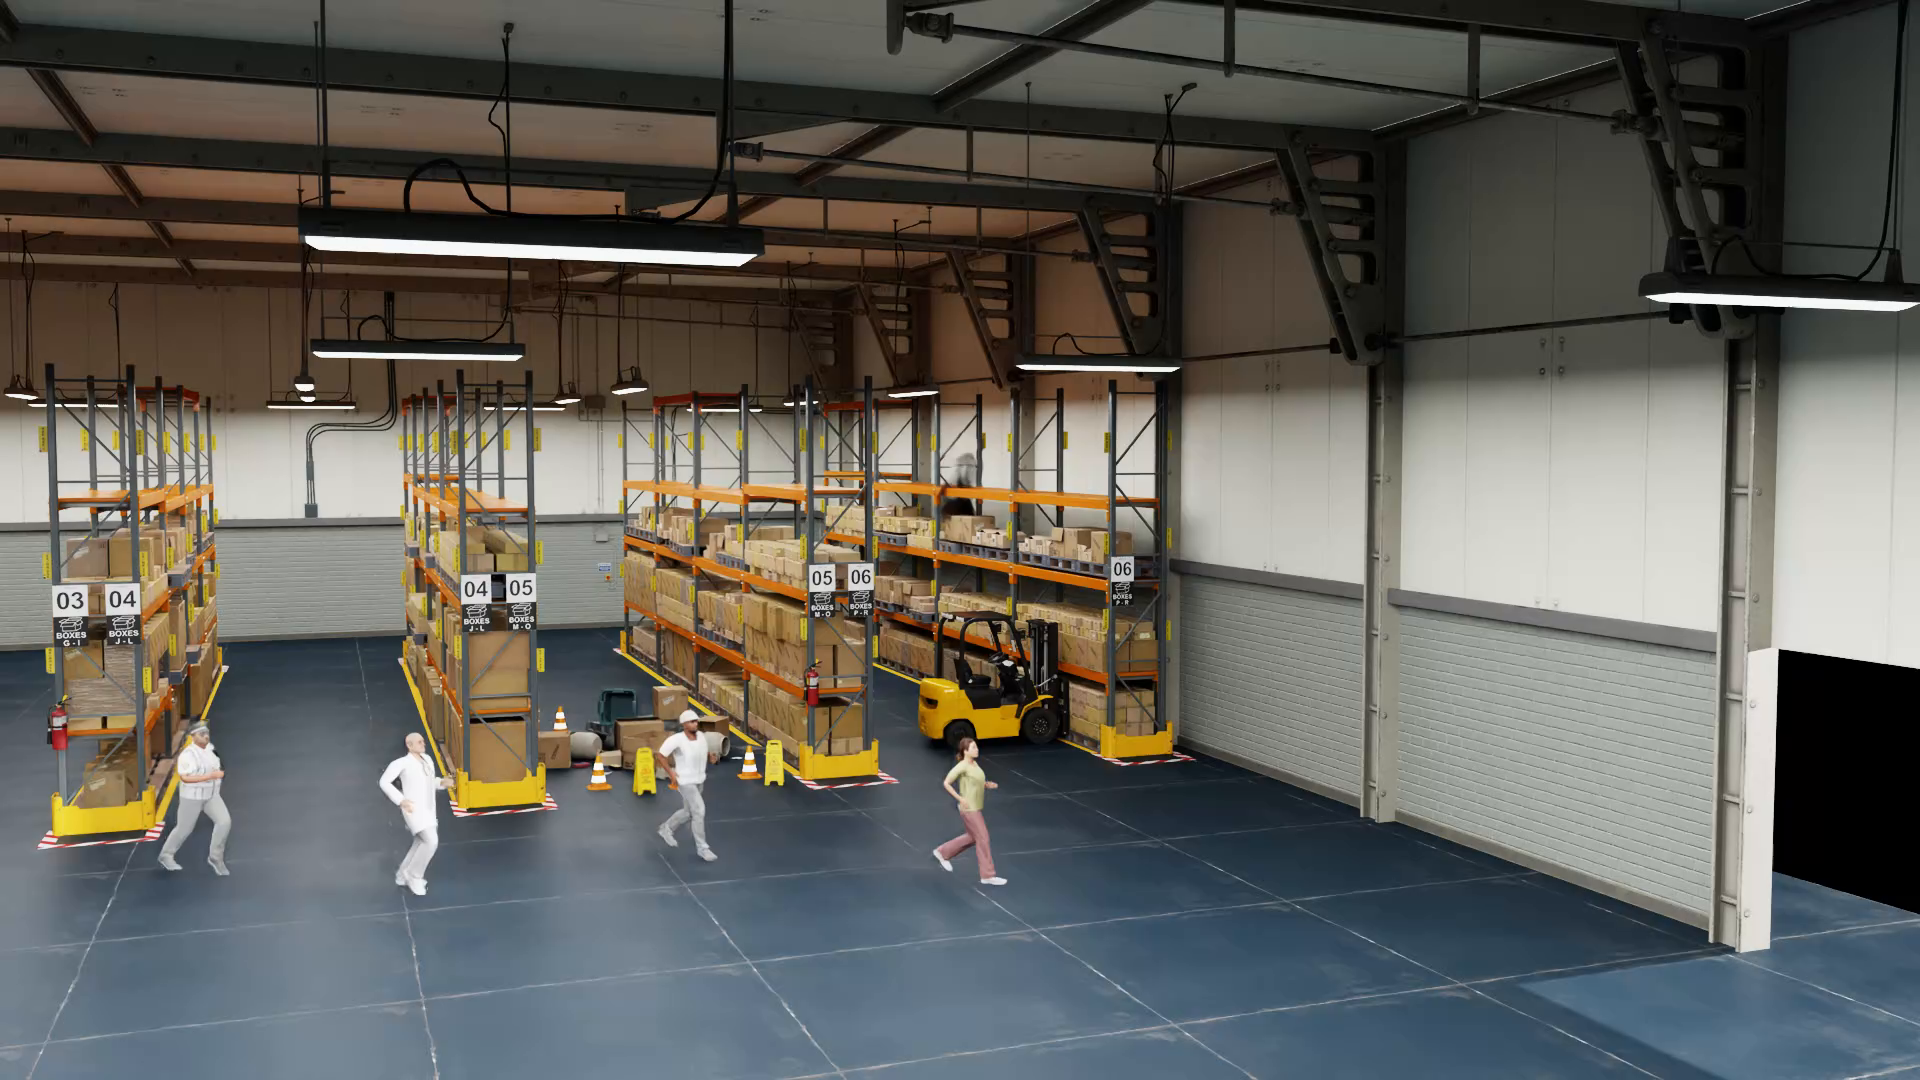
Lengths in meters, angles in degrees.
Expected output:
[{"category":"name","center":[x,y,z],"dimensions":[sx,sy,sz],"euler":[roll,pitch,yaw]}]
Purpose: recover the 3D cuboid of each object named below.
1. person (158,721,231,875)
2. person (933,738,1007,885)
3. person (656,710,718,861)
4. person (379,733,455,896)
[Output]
[{"category":"person","center":[-8.838,2.998,19.296],"dimensions":[0.918,1.844,0.675],"euler":[1,4,20]},{"category":"person","center":[0.103,3.060,18.875],"dimensions":[0.929,1.640,0.585],"euler":[1,4,22]},{"category":"person","center":[-3.281,2.938,20.142],"dimensions":[0.916,1.781,0.664],"euler":[2,4,29]},{"category":"person","center":[-5.993,3.046,18.484],"dimensions":[0.729,1.803,0.670],"euler":[1,3,15]}]
